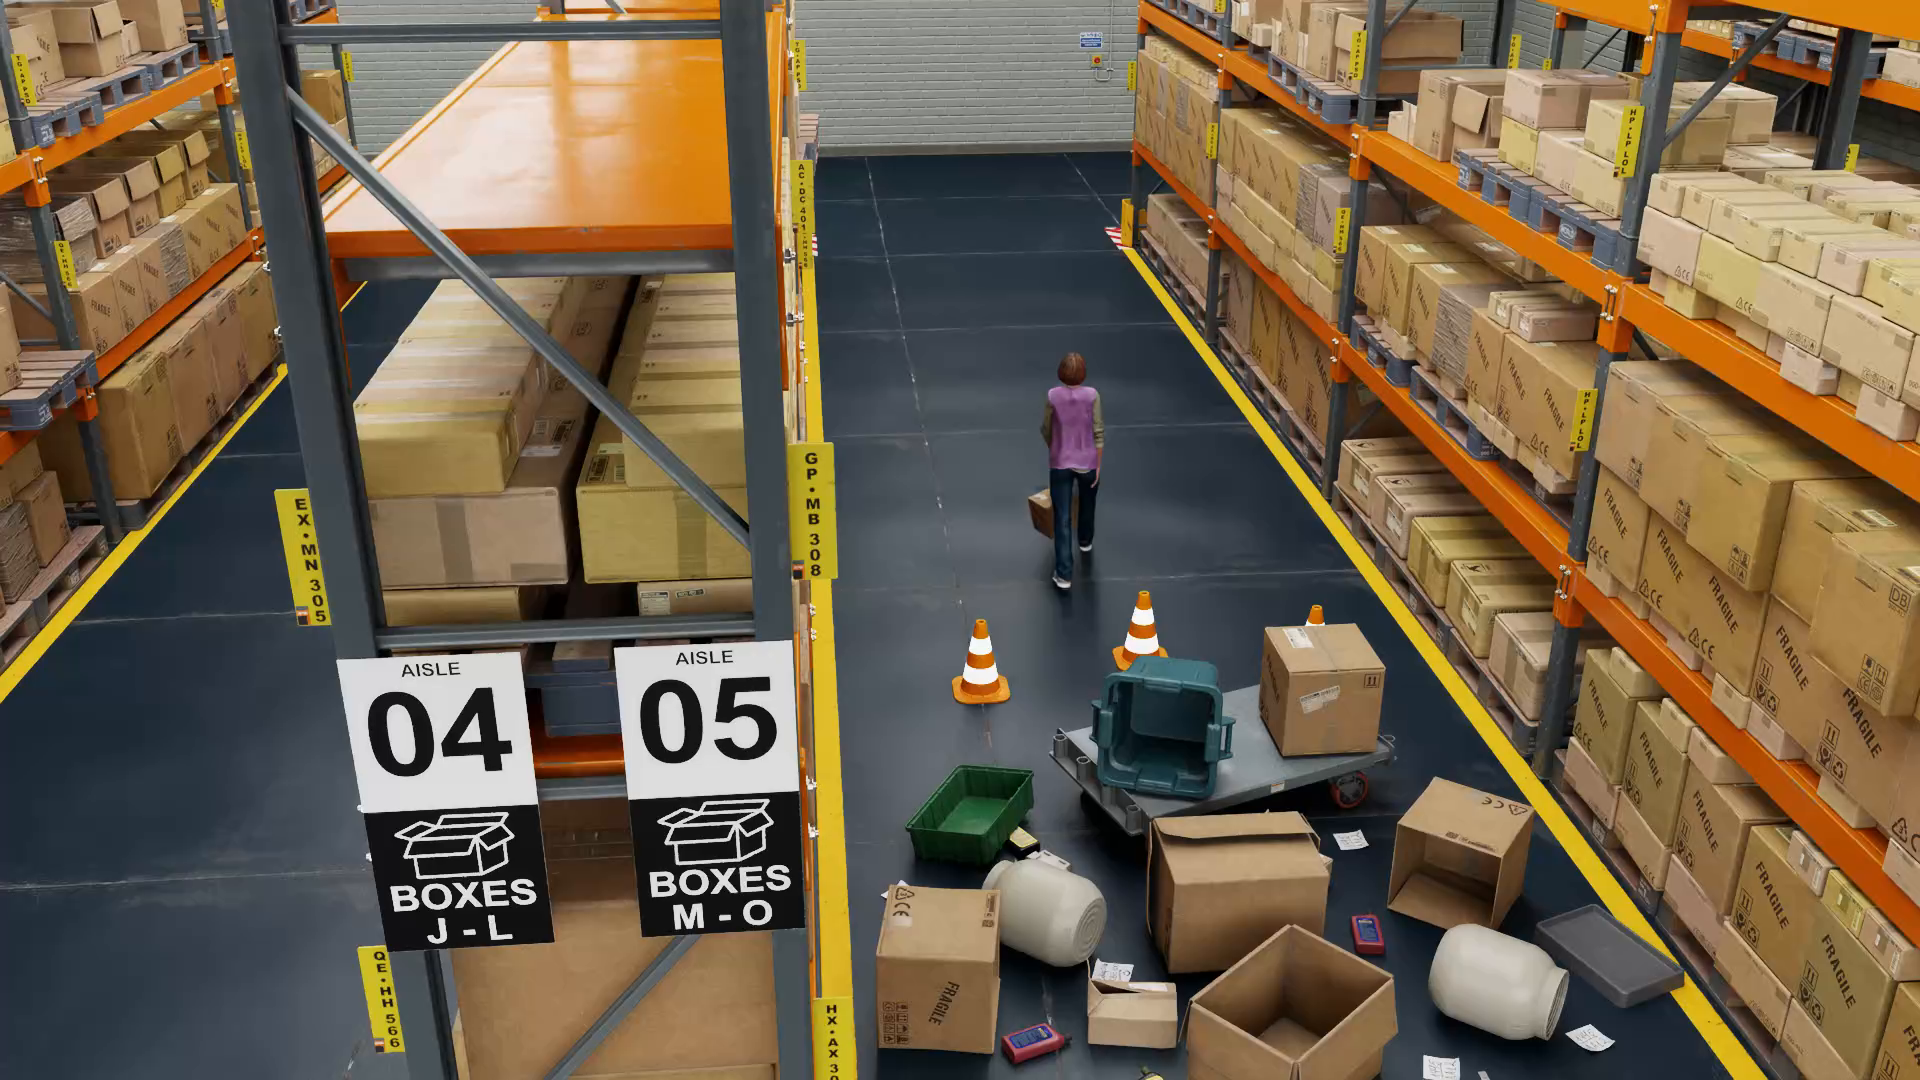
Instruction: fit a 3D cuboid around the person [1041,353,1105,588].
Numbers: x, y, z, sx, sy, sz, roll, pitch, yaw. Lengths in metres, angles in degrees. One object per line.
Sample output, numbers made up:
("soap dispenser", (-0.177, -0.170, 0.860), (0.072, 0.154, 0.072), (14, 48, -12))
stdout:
("person", (0.761, -0.530, 11.314), (0.432, 1.533, 0.954), (1, 24, 1))
